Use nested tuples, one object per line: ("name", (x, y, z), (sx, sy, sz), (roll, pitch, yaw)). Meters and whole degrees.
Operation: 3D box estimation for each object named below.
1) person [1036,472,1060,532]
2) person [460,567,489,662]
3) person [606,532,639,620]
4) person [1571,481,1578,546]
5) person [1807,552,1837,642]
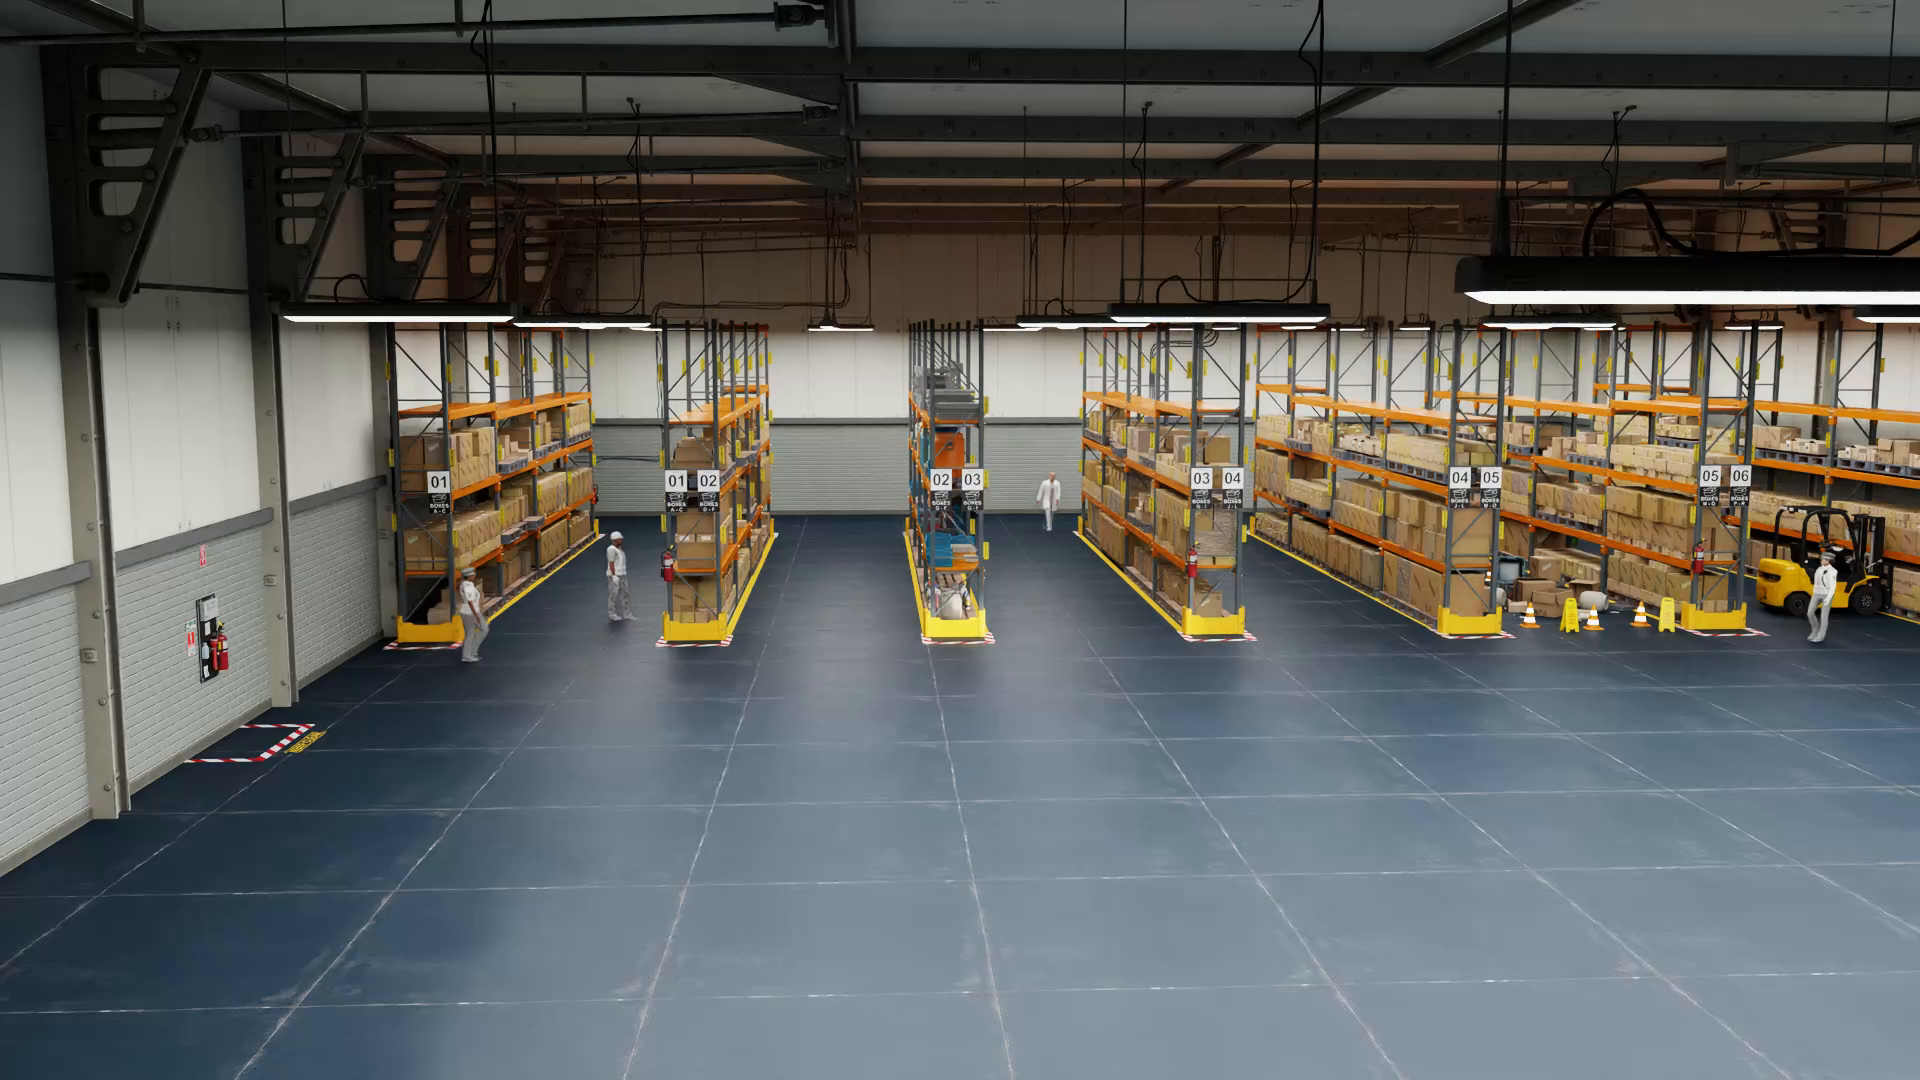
("person", (2.596, -1.103, 48.167), (0.653, 1.742, 1.060), (-2, 7, -12))
("person", (-8.510, 1.309, 29.028), (0.463, 1.687, 0.462), (0, 7, 0))
("person", (-6.840, 0.739, 33.354), (0.571, 1.801, 0.561), (3, 8, 23))
("person", (16.695, -0.746, 45.259), (0.412, 1.793, 0.605), (1, 7, 10))
("person", (16.141, 1.076, 31.118), (0.439, 1.714, 0.496), (-4, 8, -29))
